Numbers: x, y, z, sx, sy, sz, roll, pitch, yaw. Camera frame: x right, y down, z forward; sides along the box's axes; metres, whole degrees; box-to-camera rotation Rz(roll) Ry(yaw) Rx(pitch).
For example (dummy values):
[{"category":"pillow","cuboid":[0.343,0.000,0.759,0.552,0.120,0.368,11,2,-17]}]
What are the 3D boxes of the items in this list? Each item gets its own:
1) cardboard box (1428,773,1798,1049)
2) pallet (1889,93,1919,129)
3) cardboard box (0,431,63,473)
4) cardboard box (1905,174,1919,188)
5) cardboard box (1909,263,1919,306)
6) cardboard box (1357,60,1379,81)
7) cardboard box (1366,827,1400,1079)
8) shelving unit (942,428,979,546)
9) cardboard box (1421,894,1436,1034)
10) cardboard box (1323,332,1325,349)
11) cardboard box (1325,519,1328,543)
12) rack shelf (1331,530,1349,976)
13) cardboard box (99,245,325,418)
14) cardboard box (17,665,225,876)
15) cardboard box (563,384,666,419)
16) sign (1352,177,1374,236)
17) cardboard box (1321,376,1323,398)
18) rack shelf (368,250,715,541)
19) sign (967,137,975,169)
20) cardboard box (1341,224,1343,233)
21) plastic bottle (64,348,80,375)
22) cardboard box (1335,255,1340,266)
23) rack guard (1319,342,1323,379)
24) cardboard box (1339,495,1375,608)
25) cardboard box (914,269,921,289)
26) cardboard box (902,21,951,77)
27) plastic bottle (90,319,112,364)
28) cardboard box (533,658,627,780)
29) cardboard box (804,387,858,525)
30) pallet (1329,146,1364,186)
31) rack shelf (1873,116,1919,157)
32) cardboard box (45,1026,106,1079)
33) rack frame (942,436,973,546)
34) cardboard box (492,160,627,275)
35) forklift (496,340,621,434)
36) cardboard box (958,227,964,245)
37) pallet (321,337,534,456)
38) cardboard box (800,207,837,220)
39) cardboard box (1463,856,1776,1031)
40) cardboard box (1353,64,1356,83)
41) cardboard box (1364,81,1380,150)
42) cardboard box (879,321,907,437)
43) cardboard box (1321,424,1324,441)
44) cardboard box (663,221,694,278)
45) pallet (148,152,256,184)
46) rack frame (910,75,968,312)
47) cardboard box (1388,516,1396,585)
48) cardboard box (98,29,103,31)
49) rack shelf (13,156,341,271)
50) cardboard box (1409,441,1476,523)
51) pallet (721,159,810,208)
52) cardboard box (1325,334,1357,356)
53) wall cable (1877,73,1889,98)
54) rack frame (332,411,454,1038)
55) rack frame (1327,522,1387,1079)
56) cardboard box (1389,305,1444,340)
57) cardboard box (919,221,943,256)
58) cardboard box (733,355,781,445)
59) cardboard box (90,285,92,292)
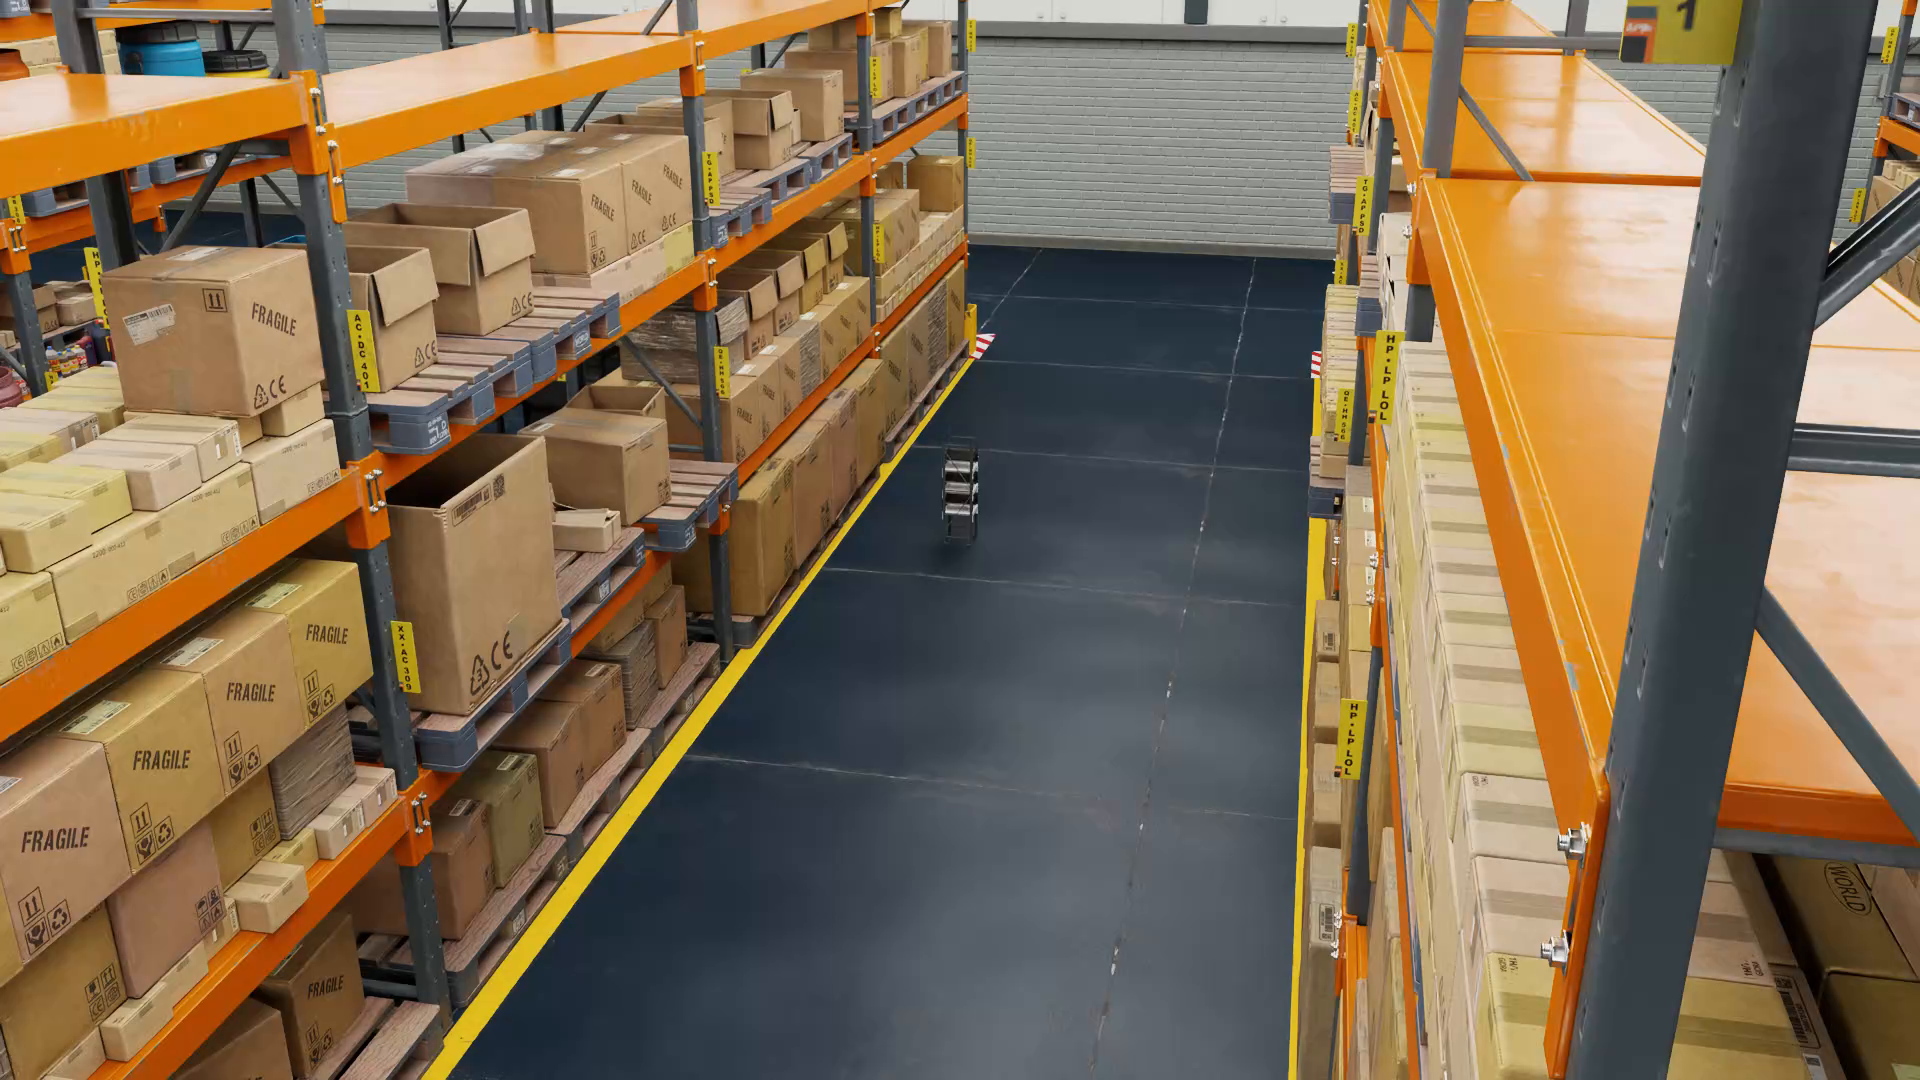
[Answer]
[{"category":"cardboard box","cuboid":[1.083,0.650,2.847,0.500,0.250,0.500,5,22,11]},{"category":"pallet","cuboid":[9.144,-3.855,15.045,1.003,0.211,1.213,4,22,11]},{"category":"cardboard box","cuboid":[-3.304,-0.262,5.671,0.380,0.149,0.250,5,23,13]},{"category":"cardboard box","cuboid":[8.757,-3.194,14.960,0.380,0.149,0.250,4,22,9]},{"category":"cardboard box","cuboid":[8.623,-2.114,14.483,0.500,0.500,0.500,5,23,13]},{"category":"cardboard box","cuboid":[3.669,-4.098,14.526,0.380,0.149,0.250,4,22,10]},{"category":"cardboard box","cuboid":[1.618,1.230,4.669,0.875,0.550,0.550,4,22,11]},{"category":"shelving unit","cuboid":[0.002,-0.420,13.223,0.258,0.900,0.210,4,22,11]},{"category":"cardboard box","cuboid":[1.046,0.792,3.028,0.380,0.149,0.250,5,22,11]},{"category":"cardboard box","cuboid":[2.916,-1.478,12.413,0.380,0.149,0.250,4,22,9]},{"category":"cardboard box","cuboid":[3.086,-0.246,12.765,0.500,0.500,0.500,5,23,13]},{"category":"rack shelf","cuboid":[2.379,0.873,8.163,1.077,0.370,4.000,4,22,11]},{"category":"cardboard box","cuboid":[-2.707,-0.768,6.059,0.500,0.500,0.500,4,22,9]},{"category":"cardboard box","cuboid":[-2.891,0.759,5.614,0.500,0.500,0.500,4,22,11]},{"category":"cardboard box","cuboid":[-2.119,-0.648,10.281,0.500,0.500,0.500,2,22,4]},{"category":"sign","cuboid":[2.256,-1.865,9.293,0.100,0.325,0.005,4,22,11]},{"category":"cardboard box","cuboid":[2.756,-1.054,11.760,0.380,0.149,0.250,3,22,8]},{"category":"rack shelf","cuboid":[-2.456,-0.933,8.634,1.077,0.370,4.000,4,22,11]},{"category":"sign","cuboid":[0.112,-4.133,17.765,0.100,0.325,0.005,4,22,11]},{"category":"cardboard box","cuboid":[3.742,-3.062,15.100,0.500,0.500,0.500,4,22,9]},{"category":"plastic bottle","cuboid":[-7.025,-1.412,13.140,0.097,0.201,0.097,0,22,0]},{"category":"cardboard box","cuboid":[3.913,-2.717,16.452,0.380,0.149,0.250,4,22,9]},{"category":"rack guard","cuboid":[4.404,-1.930,17.508,1.175,0.500,0.348,4,22,11]},{"category":"cardboard box","cuboid":[2.330,0.092,9.008,0.500,0.500,0.500,4,22,10]},{"category":"cardboard box","cuboid":[-0.582,-2.510,15.938,0.380,0.149,0.250,5,22,12]},{"category":"cardboard box","cuboid":[-0.470,-5.017,16.982,0.700,0.500,0.500,3,22,8]},{"category":"plastic bottle","cuboid":[-6.926,-1.615,13.445,0.144,0.351,0.185,4,22,11]},{"category":"cardboard box","cuboid":[-2.375,1.007,9.626,0.700,0.500,0.500,6,23,15]},{"category":"cardboard box","cuboid":[-1.525,-0.717,13.430,1.225,0.875,0.875,4,22,9]},{"category":"pallet","cuboid":[3.373,-2.741,12.412,1.213,0.211,1.003,4,22,11]},{"category":"rack shelf","cuboid":[8.877,-3.104,14.023,1.077,0.370,4.000,4,22,11]},{"category":"cardboard box","cuboid":[-3.067,1.707,5.468,0.380,0.149,0.250,4,22,11]},{"category":"rack frame","cuboid":[-0.019,-0.383,13.131,0.240,0.900,0.006,4,22,11]},{"category":"cardboard box","cuboid":[-2.111,-1.715,8.808,0.500,0.500,0.500,5,22,12]},{"category":"forklift","cuboid":[-3.352,-1.794,13.916,1.130,2.935,3.031,6,23,14]},{"category":"cardboard box","cuboid":[-0.166,-3.261,17.802,0.380,0.149,0.250,5,22,12]},{"category":"pallet","cuboid":[-2.634,-0.666,7.259,1.213,0.211,1.003,4,22,11]},{"category":"cardboard box","cuboid":[-1.400,-2.675,14.809,0.500,0.500,0.500,5,22,12]},{"category":"cardboard box","cuboid":[0.943,0.608,2.418,0.380,0.149,0.250,5,22,11]},{"category":"cardboard box","cuboid":[3.970,-4.340,15.661,0.500,0.250,0.500,4,22,10]},{"category":"cardboard box","cuboid":[3.418,-3.157,12.497,0.700,0.500,0.500,4,22,11]},{"category":"cardboard box","cuboid":[-1.019,-1.514,15.411,0.875,0.875,0.875,4,22,11]},{"category":"cardboard box","cuboid":[2.495,-0.721,10.536,0.380,0.149,0.250,5,23,13]},{"category":"cardboard box","cuboid":[-1.905,-1.736,9.865,0.500,0.250,0.500,5,22,11]},{"category":"pallet","cuboid":[-6.374,-3.042,13.160,1.003,0.211,1.213,4,22,11]},{"category":"rack frame","cuboid":[-0.416,-3.533,18.140,1.000,3.000,0.127,4,22,11]},{"category":"cardboard box","cuboid":[1.460,0.048,4.874,0.380,0.149,0.250,4,22,11]},{"category":"cardboard box","cuboid":[-10.202,-6.002,18.783,0.700,0.500,0.500,4,22,11]},{"category":"rack shelf","cuboid":[-6.489,-2.774,13.203,1.077,0.370,4.000,4,22,11]},{"category":"cardboard box","cuboid":[1.357,-0.135,4.261,0.380,0.149,0.250,5,22,11]},{"category":"pallet","cuboid":[-1.744,-2.559,11.962,1.003,0.211,1.213,6,23,13]},{"category":"cardboard box","cuboid":[2.758,-1.328,11.644,0.380,0.149,0.250,5,23,13]},{"category":"wall cable","cuboid":[11.804,-5.209,20.942,0.588,1.984,0.122,4,22,11]},{"category":"rack frame","cuboid":[-2.865,0.856,7.243,1.000,3.000,0.127,4,22,11]},{"category":"rack frame","cuboid":[1.970,1.271,6.213,1.000,3.000,0.127,4,22,11]},{"category":"cardboard box","cuboid":[2.007,-0.760,6.746,0.500,0.250,0.500,4,22,10]},{"category":"cardboard box","cuboid":[-0.463,-3.032,16.700,0.500,0.250,0.500,4,22,9]},{"category":"cardboard box","cuboid":[-1.580,-0.999,11.716,0.500,0.500,0.500,4,22,9]},{"category":"cardboard box","cuboid":[-10.586,-2.961,19.924,0.380,0.166,0.250,4,22,11]}]
